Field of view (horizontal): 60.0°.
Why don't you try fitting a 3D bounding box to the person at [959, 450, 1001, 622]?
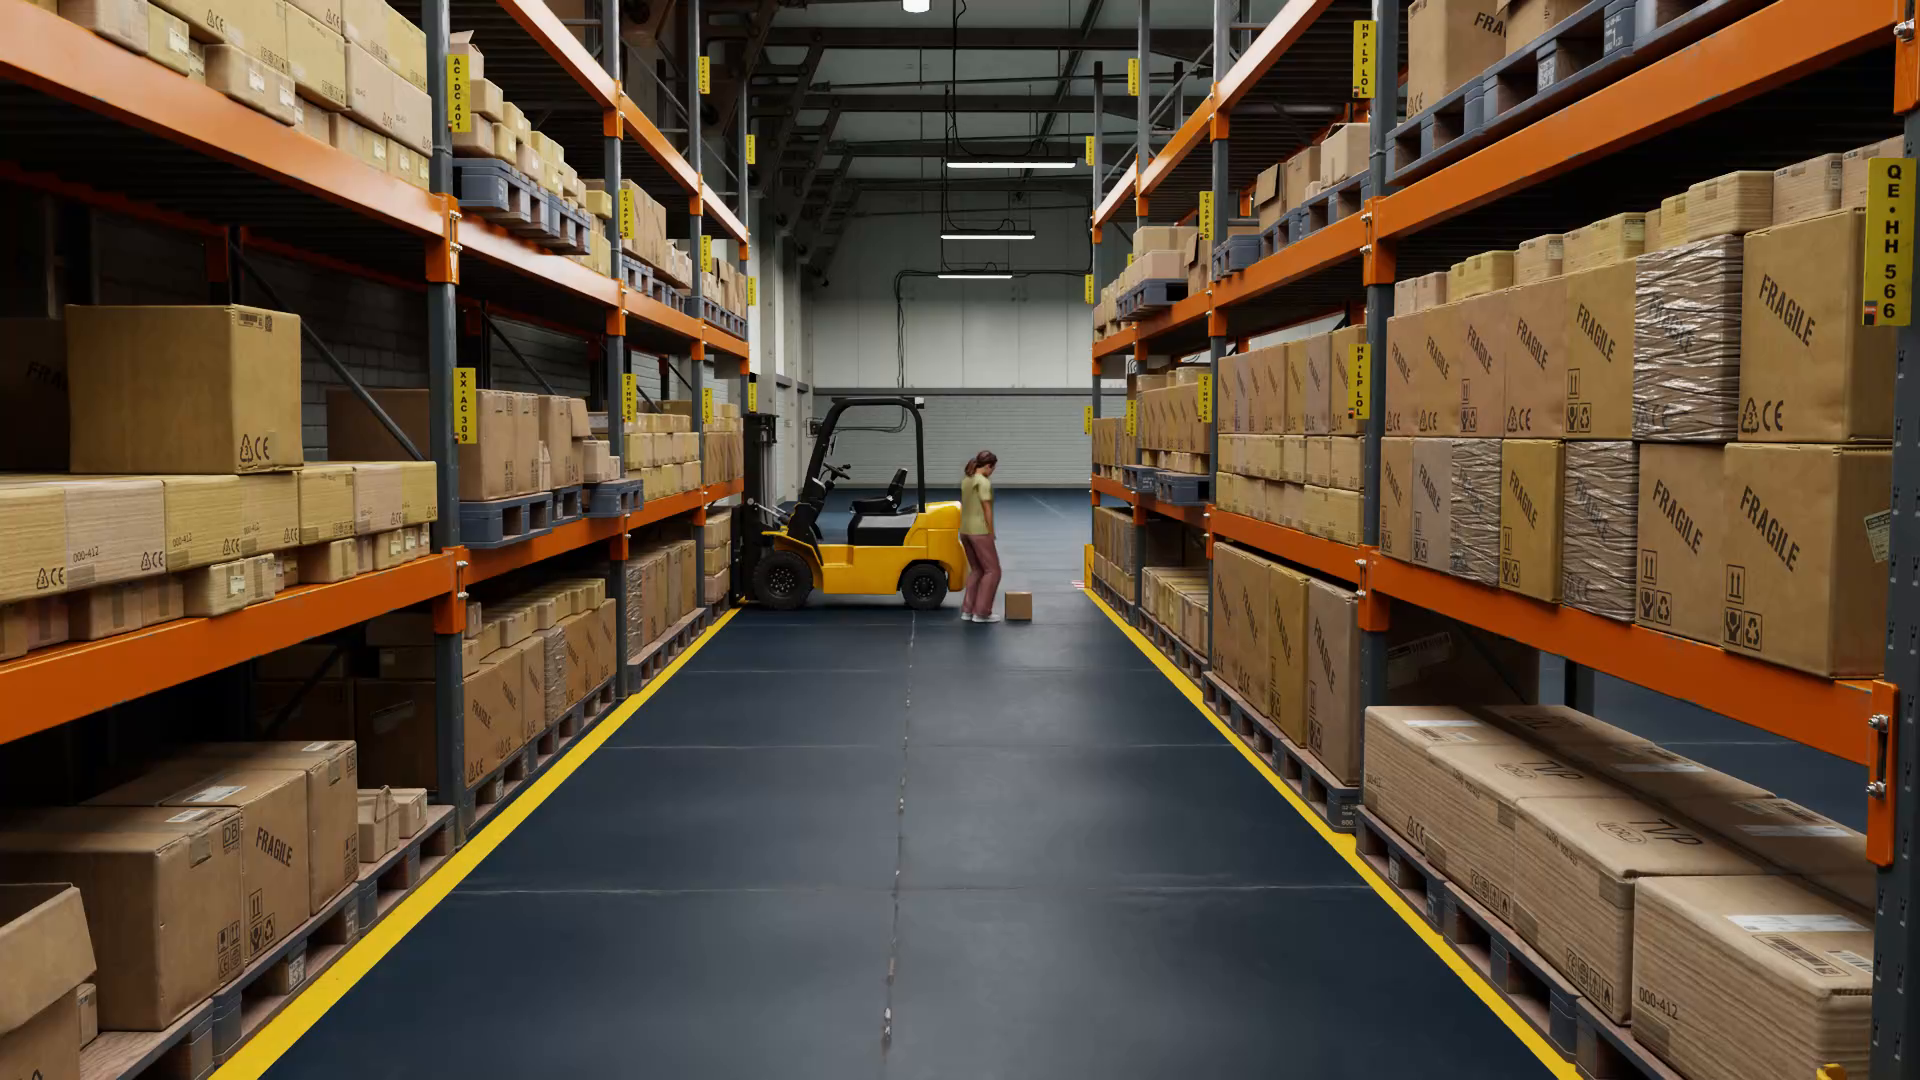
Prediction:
[{"bbox_3d":[0.185,-0.040,15.906,0.370,1.637,0.467,-2,4,-29],"label":"person"}]
